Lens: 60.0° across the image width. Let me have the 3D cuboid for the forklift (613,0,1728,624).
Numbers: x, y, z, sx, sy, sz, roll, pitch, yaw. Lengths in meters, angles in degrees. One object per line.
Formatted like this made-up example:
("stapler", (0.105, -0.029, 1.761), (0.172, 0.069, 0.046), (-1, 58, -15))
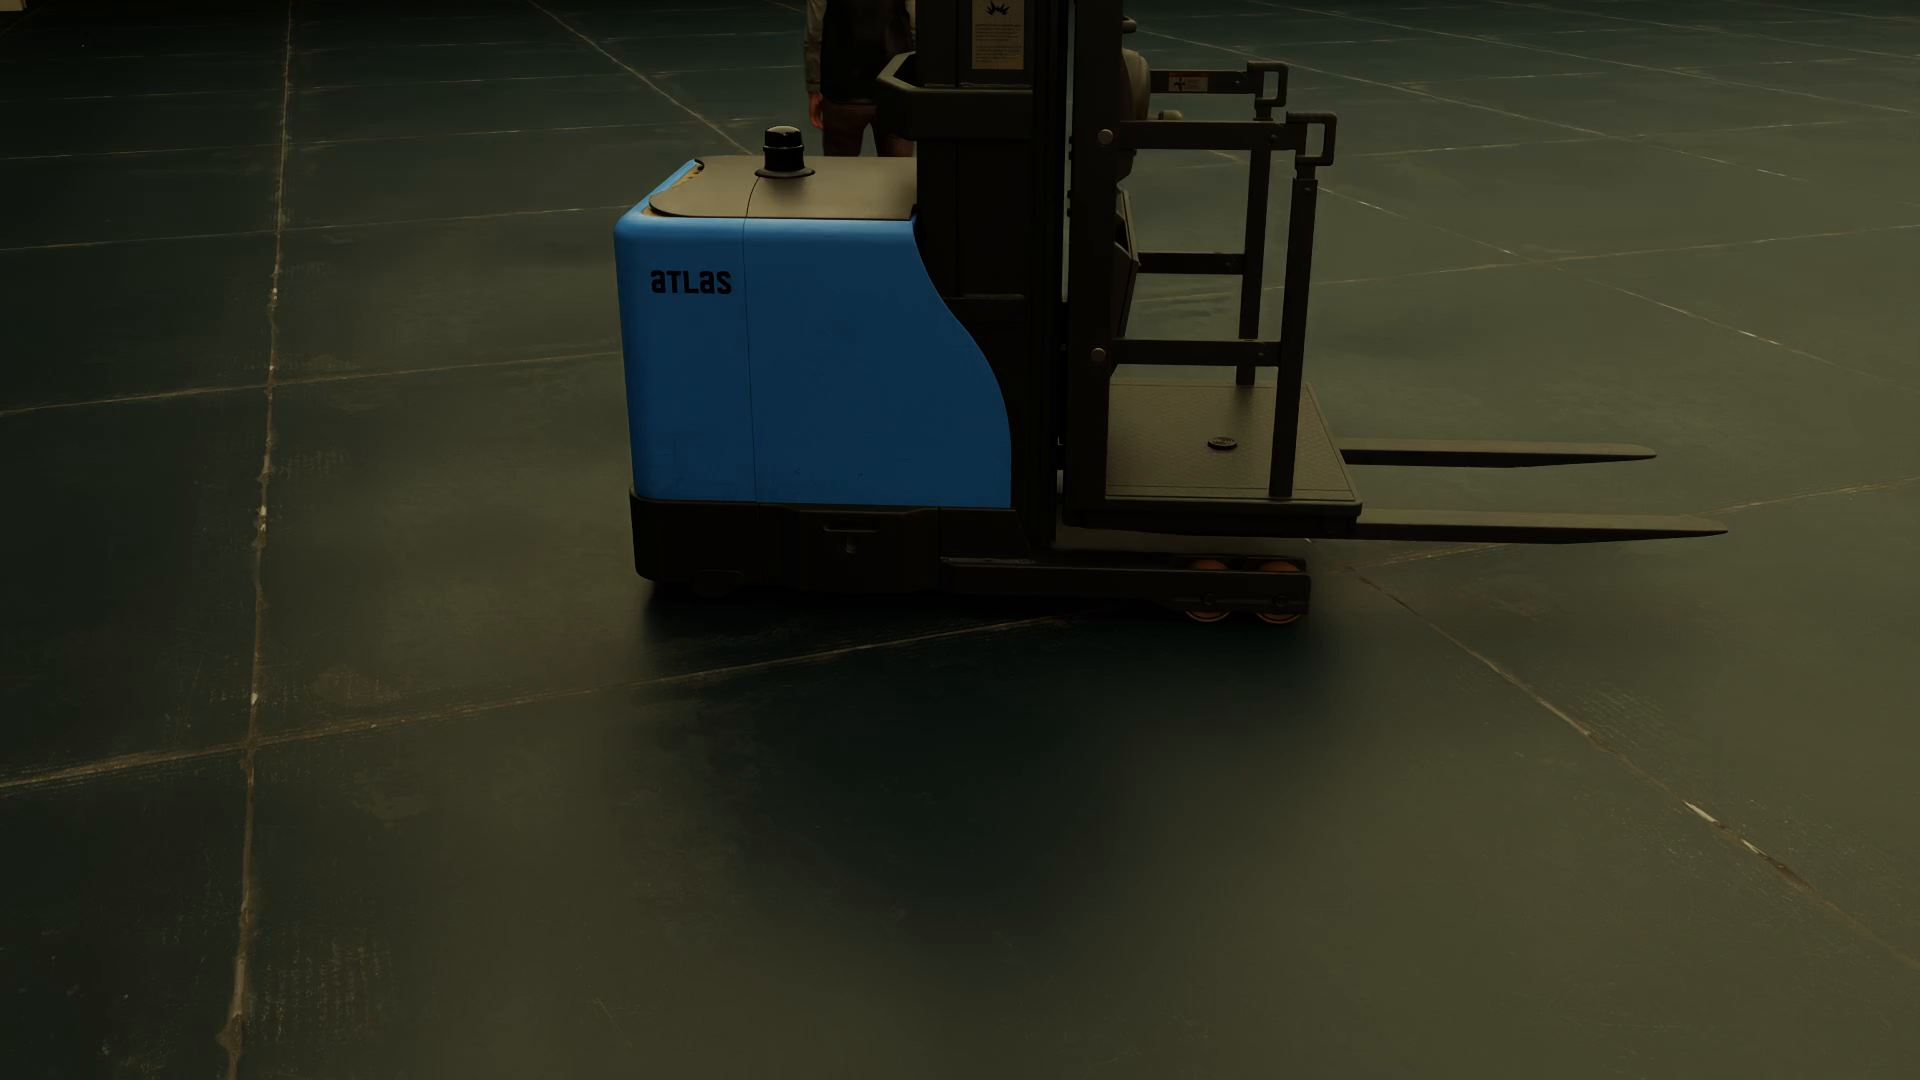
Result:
("forklift", (0.621, -1.336, 4.475), (3.031, 2.935, 1.130), (1, 23, 3))

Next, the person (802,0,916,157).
("person", (-0.431, -2.045, 7.734), (0.586, 1.724, 0.442), (-3, 23, -6))
